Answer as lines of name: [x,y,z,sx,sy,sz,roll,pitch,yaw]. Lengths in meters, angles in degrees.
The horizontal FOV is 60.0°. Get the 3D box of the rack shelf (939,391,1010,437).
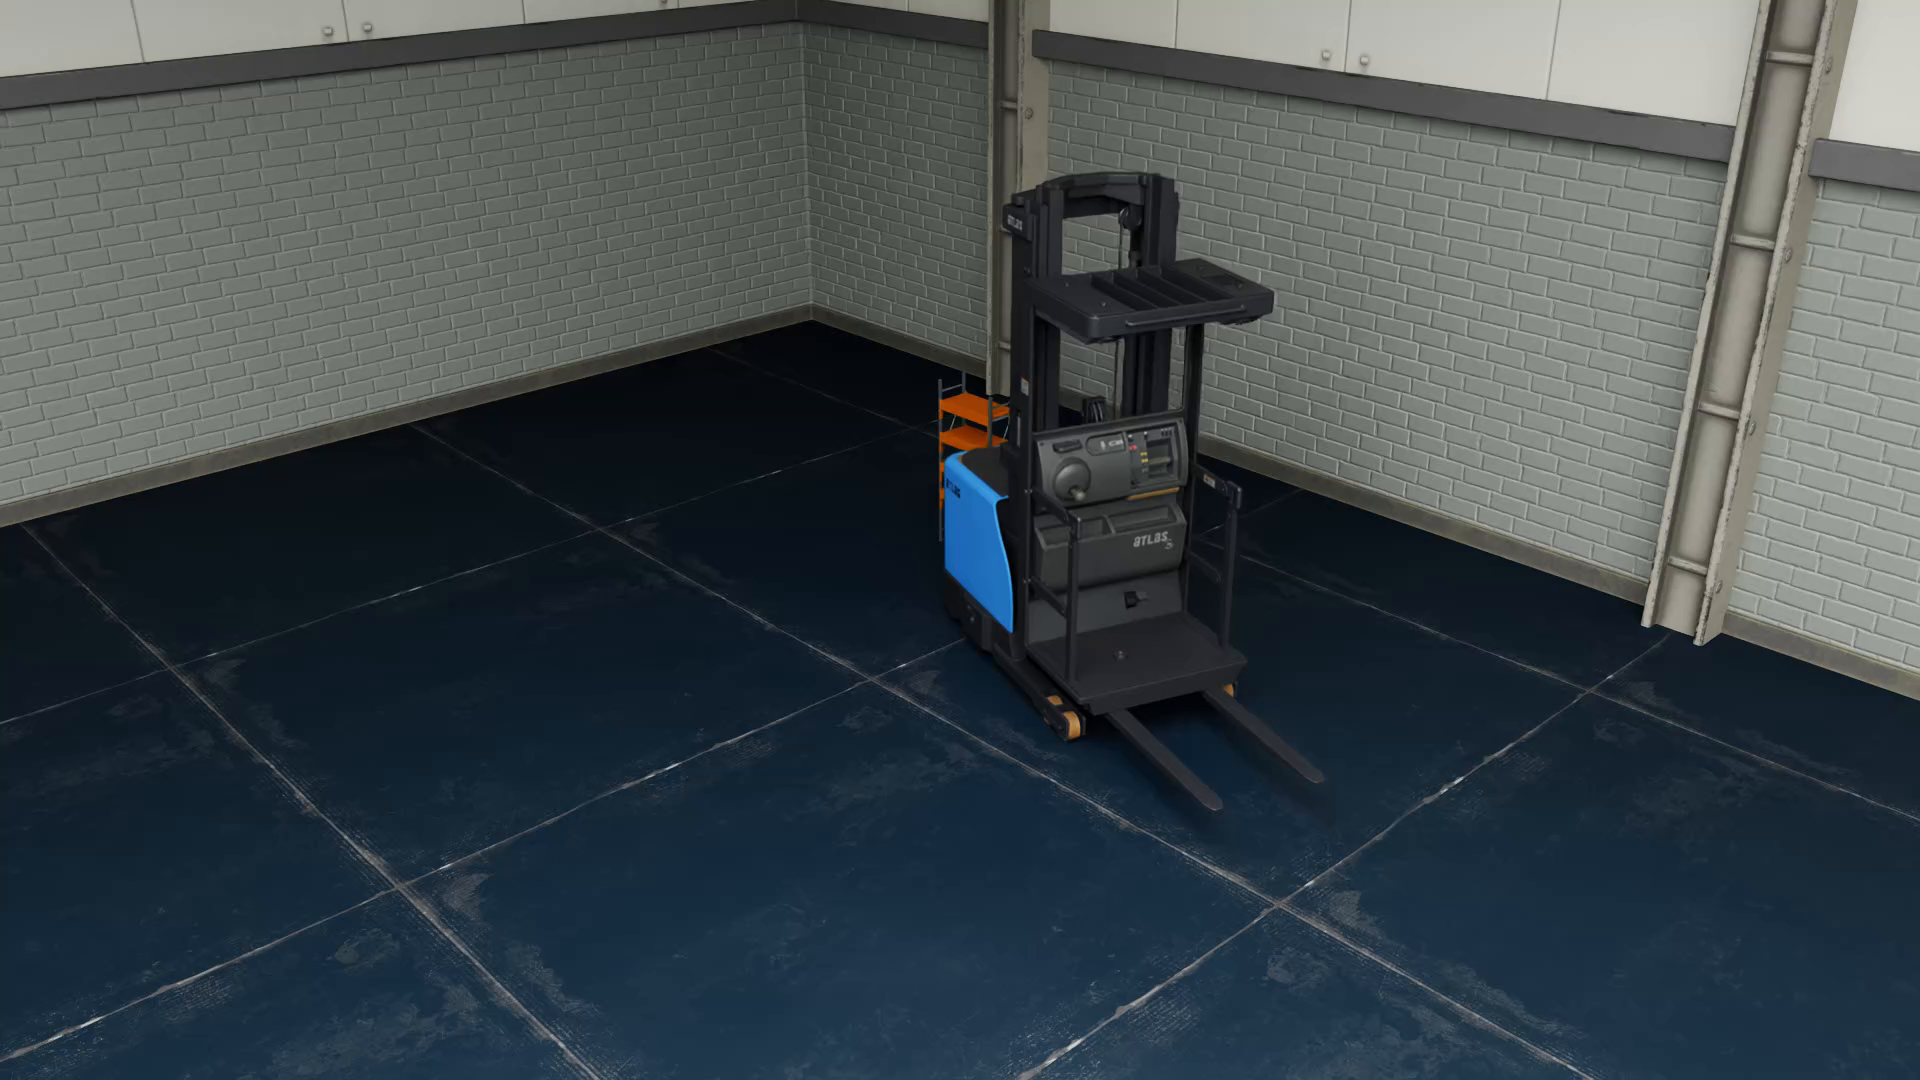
rack shelf: [0.113,-0.853,11.228,0.258,0.148,0.480,-21,32,-38]

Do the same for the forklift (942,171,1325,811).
forklift: [0.949,-0.416,9.130,1.130,2.935,3.031,-11,27,-22]

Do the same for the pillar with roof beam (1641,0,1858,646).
pillar with roof beam: [1.428,-2.318,5.989,9.100,9.000,0.400,-21,32,-38]

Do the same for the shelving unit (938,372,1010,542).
shelving unit: [0.113,-0.496,11.391,0.258,1.200,0.503,-21,32,-38]

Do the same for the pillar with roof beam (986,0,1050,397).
pillar with roof beam: [-2.673,-4.136,9.973,9.100,9.000,0.400,-21,32,-38]

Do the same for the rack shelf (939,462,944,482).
rack shelf: [0.113,-0.435,11.419,0.258,0.148,0.480,-21,32,-38]

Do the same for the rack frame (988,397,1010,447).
rack frame: [0.280,-0.422,11.229,0.240,1.200,0.015,-21,32,-38]

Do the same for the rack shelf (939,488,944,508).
rack shelf: [0.113,-0.254,11.501,0.258,0.148,0.480,-21,32,-38]

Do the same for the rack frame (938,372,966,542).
rack frame: [-0.054,-0.570,11.553,0.240,1.200,0.015,-21,32,-38]

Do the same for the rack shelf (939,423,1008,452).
rack shelf: [0.113,-0.638,11.326,0.258,0.148,0.480,-21,32,-38]
